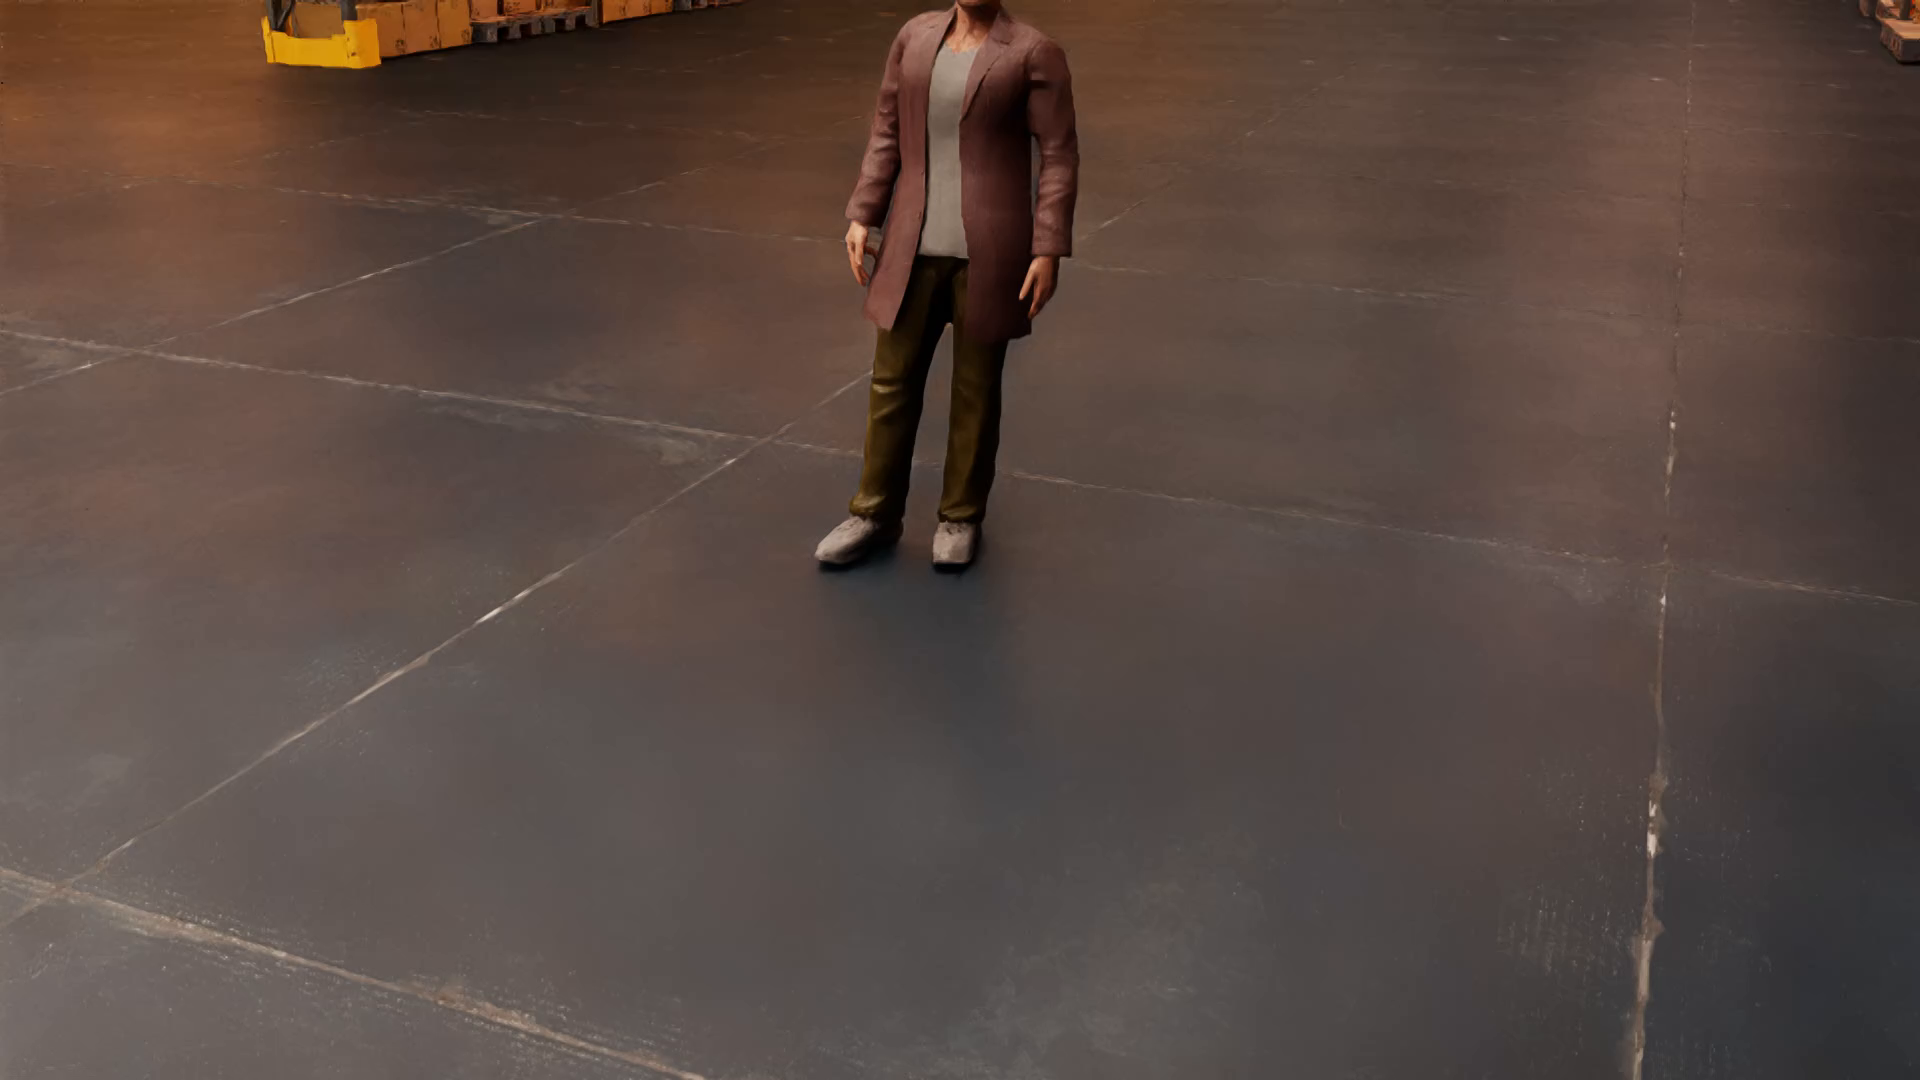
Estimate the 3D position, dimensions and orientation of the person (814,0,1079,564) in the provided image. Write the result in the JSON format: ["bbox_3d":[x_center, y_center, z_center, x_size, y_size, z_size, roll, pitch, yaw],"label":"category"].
[{"bbox_3d":[-0.039,-0.795,4.671,0.694,1.776,0.580,9,24,21],"label":"person"}]
